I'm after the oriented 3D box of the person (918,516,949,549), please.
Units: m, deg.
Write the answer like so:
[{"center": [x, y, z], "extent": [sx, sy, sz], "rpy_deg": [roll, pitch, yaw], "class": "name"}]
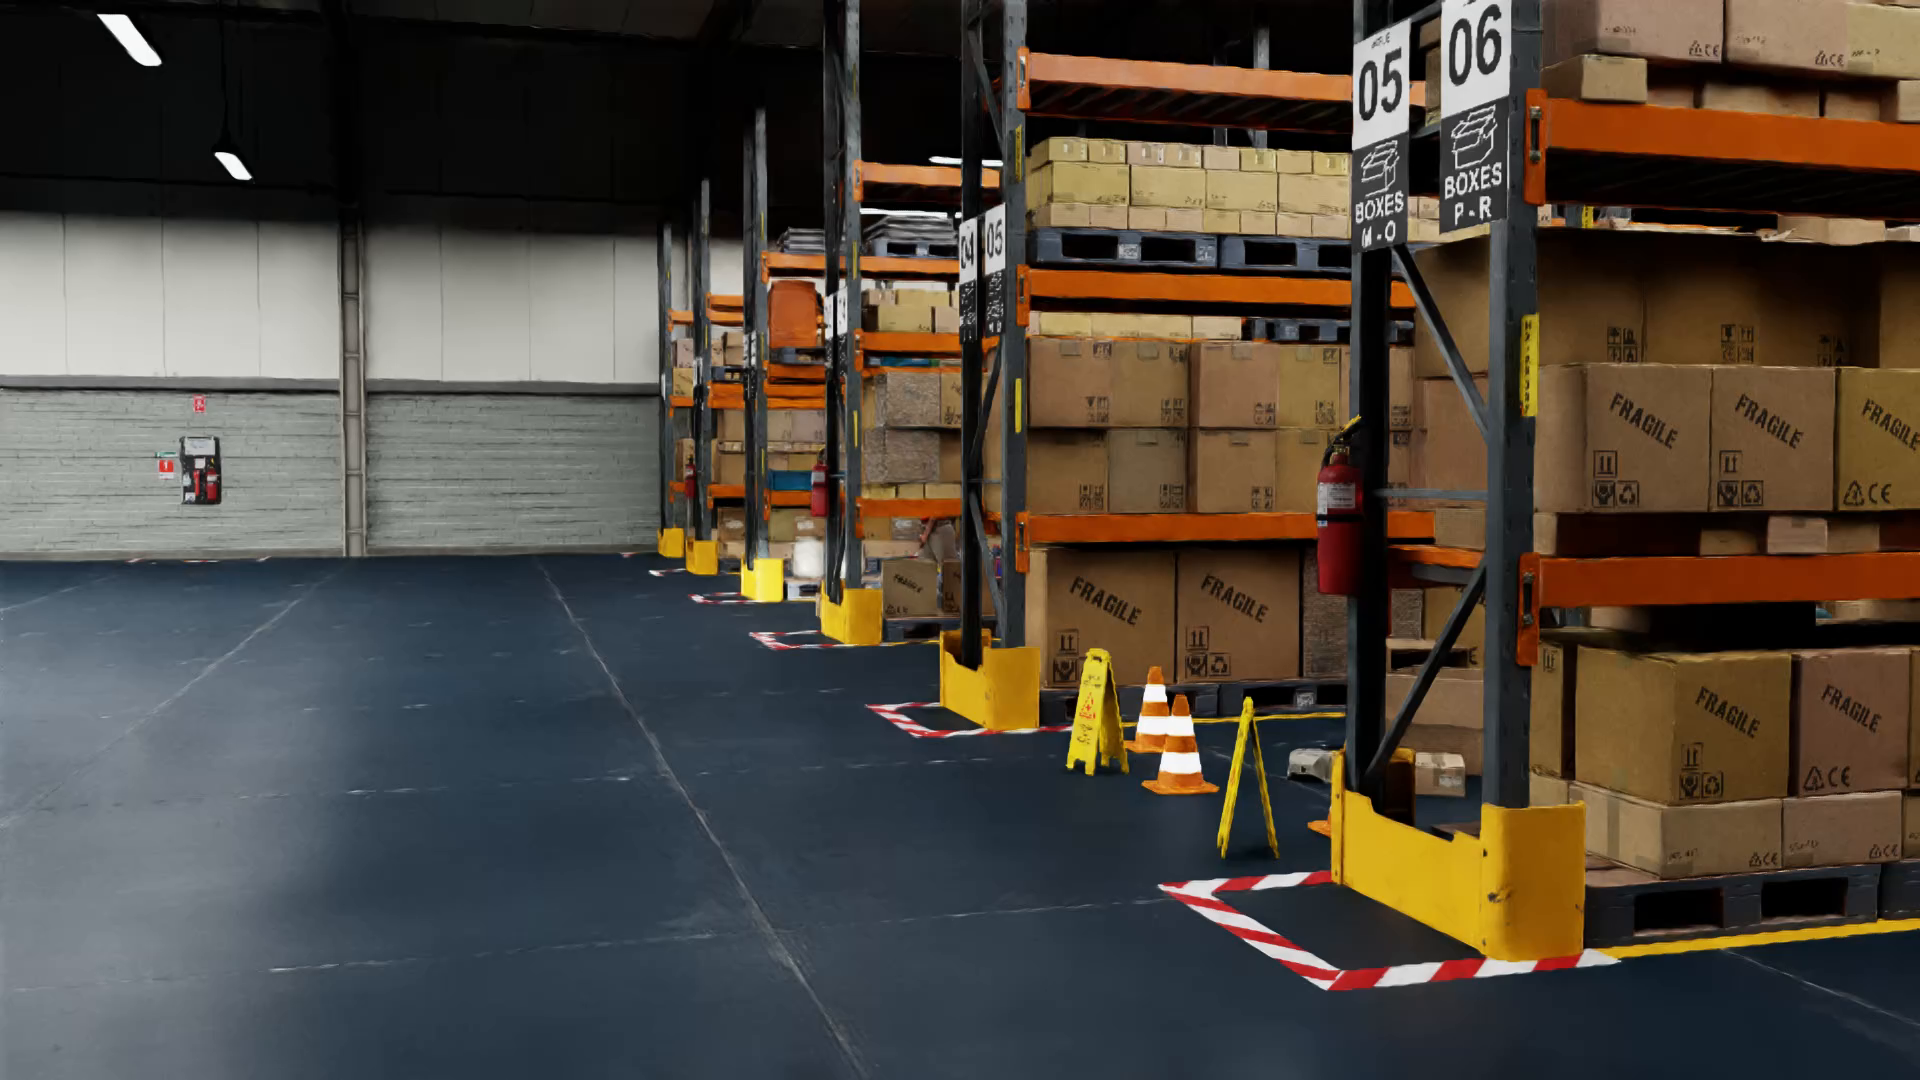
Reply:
[{"center": [-0.272, -0.402, 17.647], "extent": [0.366, 1.004, 0.564], "rpy_deg": [0, 3, -9], "class": "person"}]
